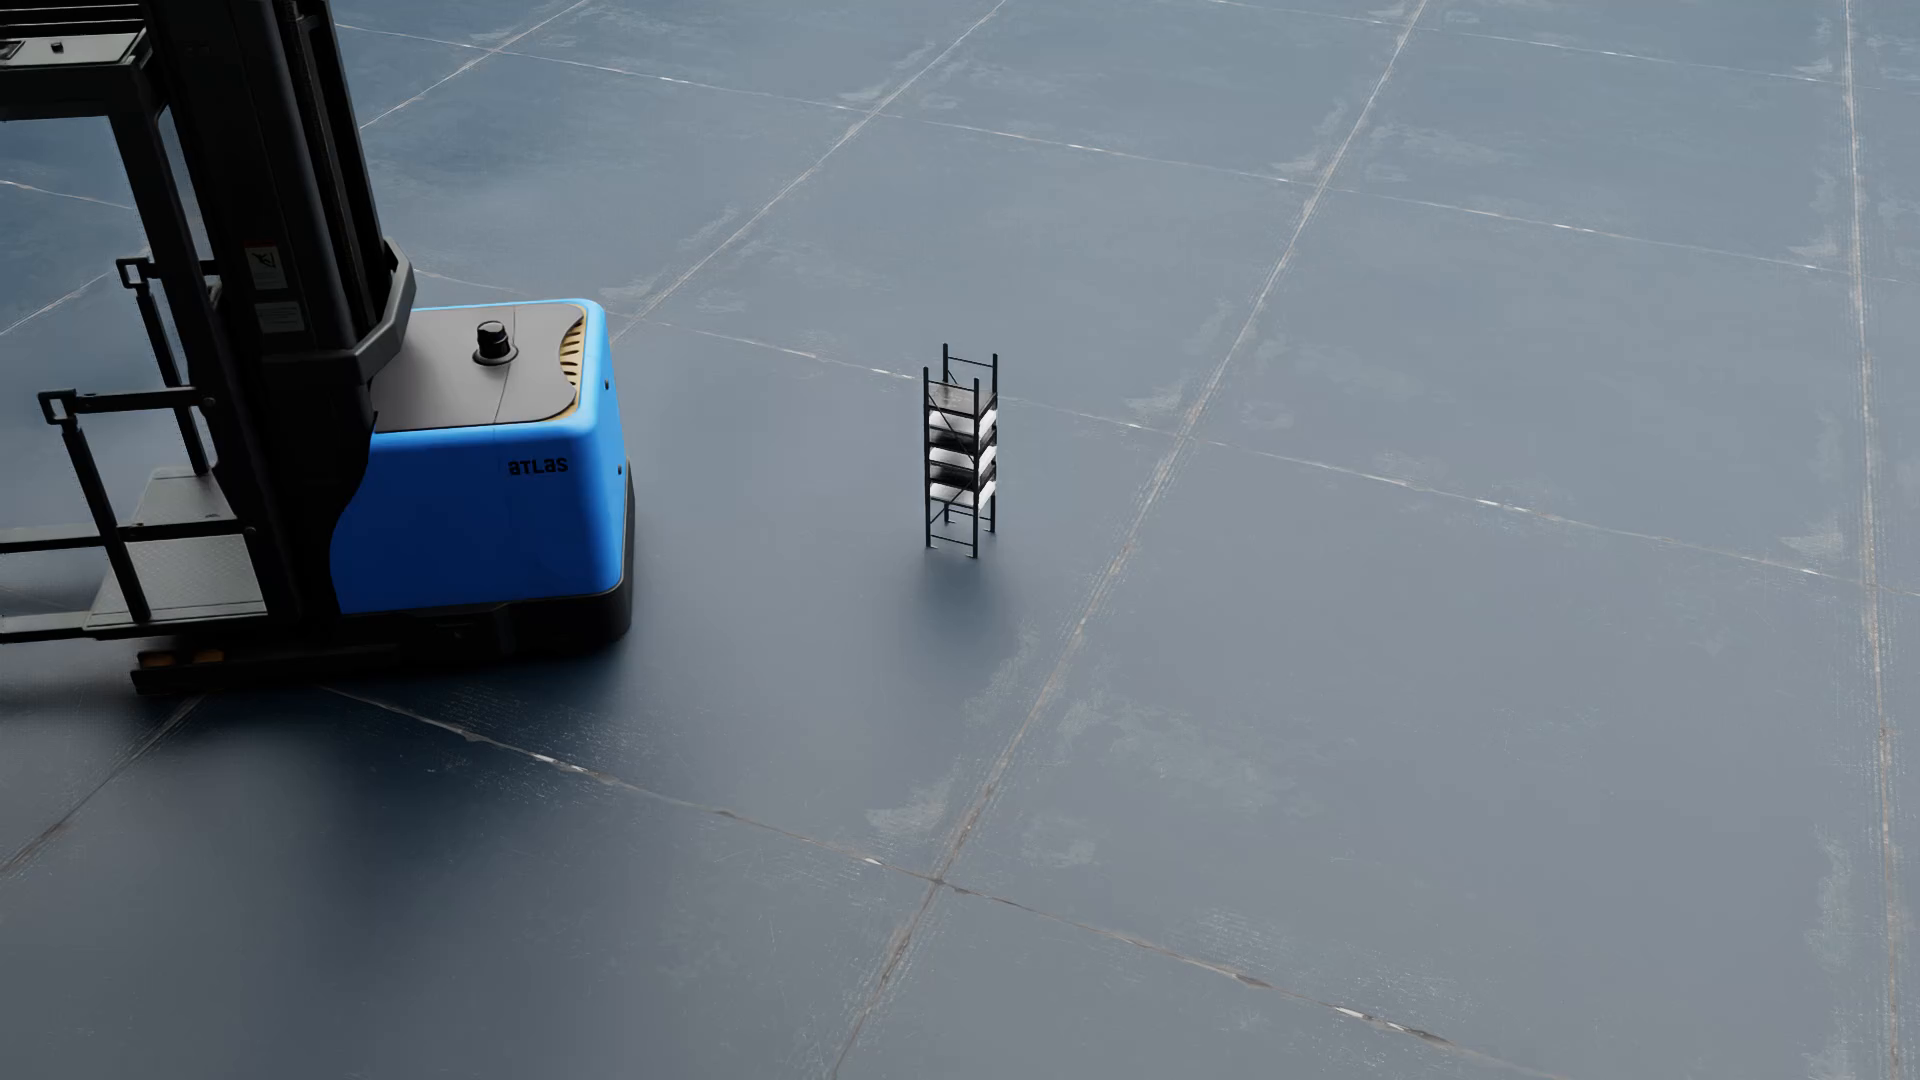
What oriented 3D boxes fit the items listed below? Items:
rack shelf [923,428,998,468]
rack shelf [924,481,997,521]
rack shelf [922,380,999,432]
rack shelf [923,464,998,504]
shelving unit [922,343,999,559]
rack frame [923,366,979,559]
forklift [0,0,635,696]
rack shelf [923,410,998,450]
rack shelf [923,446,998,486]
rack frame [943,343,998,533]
[{"bbox_3d":[0.003,-0.410,6.953,0.258,0.077,0.200,14,39,18],"label":"rack shelf"},{"bbox_3d":[0.003,-0.194,7.114,0.258,0.077,0.200,14,39,18],"label":"rack shelf"},{"bbox_3d":[0.003,-0.555,6.845,0.258,0.077,0.200,14,39,18],"label":"rack shelf"},{"bbox_3d":[0.003,-0.266,7.060,0.258,0.077,0.200,14,39,18],"label":"rack shelf"},{"bbox_3d":[0.003,-0.365,6.987,0.258,0.900,0.210,14,39,18],"label":"shelving unit"},{"bbox_3d":[-0.036,-0.309,6.911,0.240,0.900,0.006,14,39,18],"label":"rack frame"},{"bbox_3d":[-2.880,-0.908,6.016,3.031,2.935,1.130,-5,37,-6],"label":"forklift"},{"bbox_3d":[0.003,-0.482,6.899,0.258,0.077,0.200,14,39,18],"label":"rack shelf"},{"bbox_3d":[0.003,-0.338,7.007,0.258,0.077,0.200,14,39,18],"label":"rack shelf"},{"bbox_3d":[0.042,-0.421,7.062,0.240,0.900,0.006,14,39,18],"label":"rack frame"}]
